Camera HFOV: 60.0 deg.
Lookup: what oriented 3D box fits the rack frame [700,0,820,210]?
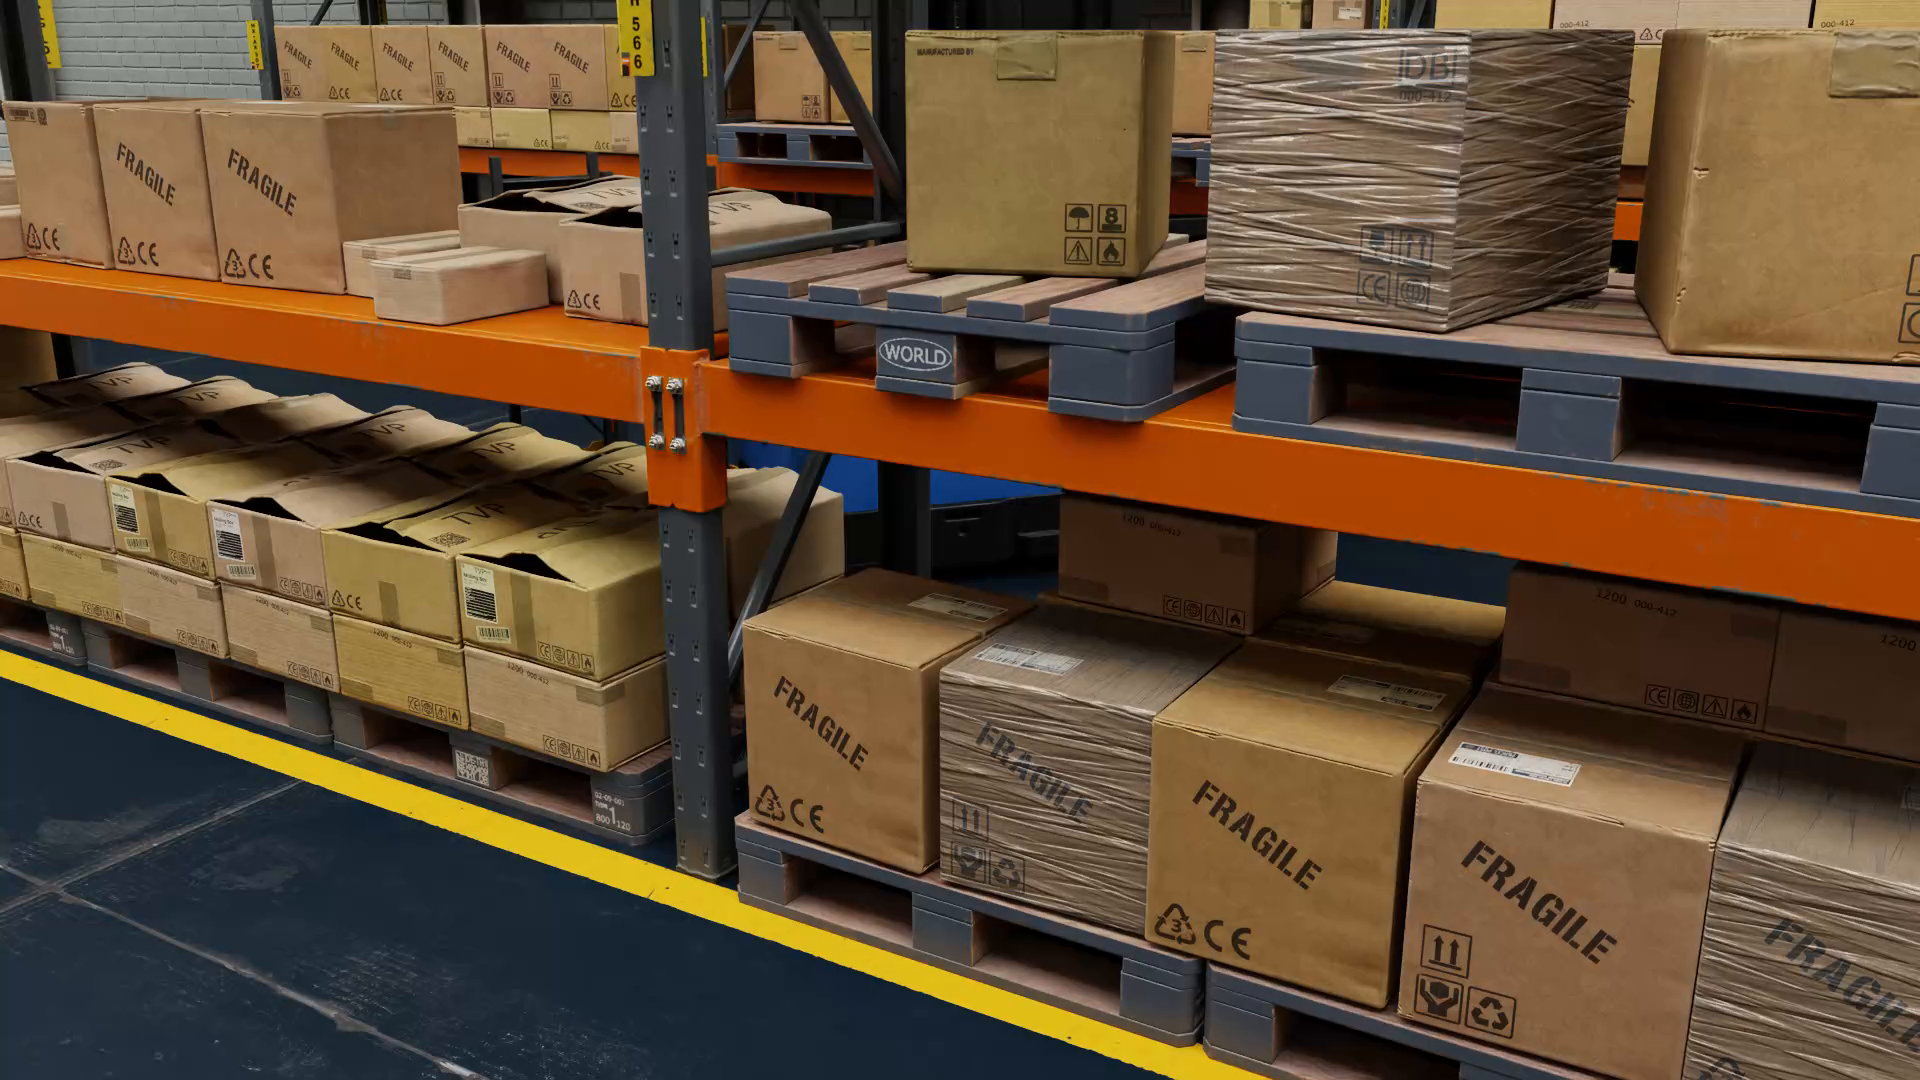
[{"bbox_3d":[-1.213,-2.557,10.139,0.127,3.000,1.000,10,20,30],"label":"rack frame"}]

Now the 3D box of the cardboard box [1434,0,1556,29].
[{"bbox_3d":[2.472,-2.370,7.514,0.500,0.250,0.500,11,20,31],"label":"cardboard box"}]

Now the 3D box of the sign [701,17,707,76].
[{"bbox_3d":[-1.490,-2.836,9.566,0.005,0.325,0.100,10,20,30],"label":"sign"}]

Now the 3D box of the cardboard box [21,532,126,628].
[{"bbox_3d":[-2.710,0.064,5.518,0.500,0.250,0.500,9,19,28],"label":"cardboard box"}]

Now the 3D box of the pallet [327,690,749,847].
[{"bbox_3d":[-1.075,0.478,4.944,1.213,0.211,1.003,10,20,30],"label":"pallet"}]

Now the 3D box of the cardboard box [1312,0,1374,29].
[{"bbox_3d":[1.886,-2.562,8.111,0.250,0.149,0.380,7,18,23],"label":"cardboard box"}]

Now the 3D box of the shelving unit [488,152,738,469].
[{"bbox_3d":[-1.494,-0.851,7.102,0.587,1.500,1.083,-13,21,-37],"label":"shelving unit"}]

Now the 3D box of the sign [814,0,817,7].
[{"bbox_3d":[-0.925,-3.249,10.425,0.005,0.325,0.100,10,20,30],"label":"sign"}]

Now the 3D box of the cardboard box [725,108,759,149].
[{"bbox_3d":[-1.501,-2.620,10.568,0.500,0.250,0.500,10,20,31],"label":"cardboard box"}]

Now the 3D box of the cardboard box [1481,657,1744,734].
[{"bbox_3d":[1.417,0.505,3.600,0.500,0.500,0.500,9,19,28],"label":"cardboard box"}]

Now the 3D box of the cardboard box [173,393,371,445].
[{"bbox_3d":[-2.436,-0.339,5.879,0.500,0.311,0.500,10,20,30],"label":"cardboard box"}]

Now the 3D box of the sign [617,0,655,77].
[{"bbox_3d":[-0.681,-1.137,3.472,0.005,0.325,0.100,10,20,30],"label":"sign"}]

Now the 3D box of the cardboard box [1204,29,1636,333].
[{"bbox_3d":[0.881,-0.716,3.182,0.500,0.500,0.700,15,22,40],"label":"cardboard box"}]

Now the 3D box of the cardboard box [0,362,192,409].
[{"bbox_3d":[-3.307,-0.493,6.386,0.500,0.311,0.500,10,20,30],"label":"cardboard box"}]

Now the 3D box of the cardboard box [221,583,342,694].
[{"bbox_3d":[-1.838,0.219,5.007,0.500,0.250,0.500,11,20,31],"label":"cardboard box"}]

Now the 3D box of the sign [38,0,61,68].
[{"bbox_3d":[-3.526,-1.982,6.388,0.005,0.325,0.100,10,20,30],"label":"sign"}]

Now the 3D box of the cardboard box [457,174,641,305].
[{"bbox_3d":[-1.054,-0.863,4.713,0.500,0.311,0.500,10,19,29],"label":"cardboard box"}]

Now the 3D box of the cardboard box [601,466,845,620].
[{"bbox_3d":[-0.686,-0.027,4.854,0.500,0.311,0.500,11,20,32],"label":"cardboard box"}]

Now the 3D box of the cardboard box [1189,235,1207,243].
[{"bbox_3d":[1.102,-1.521,8.980,0.500,0.250,0.500,11,20,31],"label":"cardboard box"}]

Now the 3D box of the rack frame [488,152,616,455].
[{"bbox_3d":[-1.819,-0.968,7.488,0.500,1.500,0.032,-13,21,-37],"label":"rack frame"}]

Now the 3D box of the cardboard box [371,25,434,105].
[{"bbox_3d":[-3.519,-3.157,11.048,0.500,0.500,0.500,9,19,28],"label":"cardboard box"}]

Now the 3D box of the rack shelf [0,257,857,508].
[{"bbox_3d":[-2.098,-0.681,5.201,4.000,0.370,1.077,10,20,30],"label":"rack shelf"}]

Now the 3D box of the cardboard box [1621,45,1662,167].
[{"bbox_3d":[2.917,-1.929,7.353,0.500,0.500,0.500,11,20,32],"label":"cardboard box"}]

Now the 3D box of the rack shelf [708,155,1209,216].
[{"bbox_3d":[0.491,-1.909,9.242,4.000,0.370,1.077,10,20,30],"label":"rack shelf"}]

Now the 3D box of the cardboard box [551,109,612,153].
[{"bbox_3d":[-2.195,-2.570,10.404,0.500,0.250,0.500,10,20,30],"label":"cardboard box"}]

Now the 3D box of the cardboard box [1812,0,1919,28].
[{"bbox_3d":[3.772,-2.142,6.762,0.500,0.250,0.500,10,19,29],"label":"cardboard box"}]

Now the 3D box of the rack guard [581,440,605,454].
[{"bbox_3d":[-1.807,-0.366,7.655,0.587,0.250,0.087,-13,21,-37],"label":"rack guard"}]

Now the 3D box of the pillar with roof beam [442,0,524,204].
[{"bbox_3d":[-5.825,-5.078,8.114,0.400,9.000,9.100,10,20,30],"label":"pillar with roof beam"}]

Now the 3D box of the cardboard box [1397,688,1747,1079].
[{"bbox_3d":[1.166,0.638,3.163,0.500,0.500,0.500,9,19,28],"label":"cardboard box"}]

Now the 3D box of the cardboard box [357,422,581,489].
[{"bbox_3d":[-1.572,-0.183,5.367,0.500,0.311,0.500,10,19,29],"label":"cardboard box"}]

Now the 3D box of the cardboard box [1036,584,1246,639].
[{"bbox_3d":[0.526,0.348,4.117,0.500,0.500,0.500,11,20,32],"label":"cardboard box"}]

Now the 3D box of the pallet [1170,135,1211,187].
[{"bbox_3d":[1.533,-1.939,8.433,1.003,0.211,1.213,10,20,30],"label":"pallet"}]

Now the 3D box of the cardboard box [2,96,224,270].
[{"bbox_3d":[-2.707,-1.177,5.422,0.500,0.500,0.500,12,21,34],"label":"cardboard box"}]

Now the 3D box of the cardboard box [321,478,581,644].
[{"bbox_3d":[-1.415,0.029,4.668,0.500,0.311,0.500,10,19,29],"label":"cardboard box"}]

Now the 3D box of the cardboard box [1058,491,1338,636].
[{"bbox_3d":[0.576,-0.003,3.983,0.500,0.250,0.500,11,20,32],"label":"cardboard box"}]

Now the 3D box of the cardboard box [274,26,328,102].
[{"bbox_3d":[-4.372,-3.315,11.567,0.500,0.500,0.500,10,20,30],"label":"cardboard box"}]

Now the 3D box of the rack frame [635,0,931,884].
[{"bbox_3d":[-0.394,-0.721,4.095,0.127,3.000,1.000,10,20,30],"label":"rack frame"}]

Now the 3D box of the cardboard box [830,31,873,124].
[{"bbox_3d":[-0.325,-2.643,9.492,0.500,0.500,0.700,13,21,36],"label":"cardboard box"}]

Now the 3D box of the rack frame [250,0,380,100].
[{"bbox_3d":[-4.621,-3.166,12.142,0.127,3.000,1.000,10,20,30],"label":"rack frame"}]

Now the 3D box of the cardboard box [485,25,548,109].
[{"bbox_3d":[-2.629,-3.003,10.539,0.500,0.500,0.500,9,19,28],"label":"cardboard box"}]

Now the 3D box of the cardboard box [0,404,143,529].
[{"bbox_3d":[-3.157,-0.281,5.690,0.500,0.311,0.500,10,19,29],"label":"cardboard box"}]

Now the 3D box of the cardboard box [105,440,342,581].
[{"bbox_3d":[-2.270,-0.125,5.176,0.500,0.311,0.500,11,20,32],"label":"cardboard box"}]

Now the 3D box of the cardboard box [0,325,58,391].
[{"bbox_3d":[-4.033,-0.722,6.815,0.500,0.500,0.500,10,20,30],"label":"cardboard box"}]

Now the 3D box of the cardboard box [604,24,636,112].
[{"bbox_3d":[-1.778,-2.849,10.033,0.500,0.500,0.500,10,20,30],"label":"cardboard box"}]

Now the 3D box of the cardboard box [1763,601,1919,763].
[{"bbox_3d":[1.878,0.228,3.224,0.500,0.250,0.500,10,20,30],"label":"cardboard box"}]

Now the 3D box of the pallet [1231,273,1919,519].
[{"bbox_3d":[1.266,-0.335,3.153,1.213,0.211,1.003,10,20,30],"label":"pallet"}]

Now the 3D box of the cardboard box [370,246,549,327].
[{"bbox_3d":[-1.305,-0.669,4.356,0.250,0.149,0.380,10,20,30],"label":"cardboard box"}]

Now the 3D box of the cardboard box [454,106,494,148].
[{"bbox_3d":[-3.061,-2.719,10.894,0.500,0.250,0.500,10,20,31],"label":"cardboard box"}]

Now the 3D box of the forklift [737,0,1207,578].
[{"bbox_3d":[0.644,-1.474,6.691,3.031,2.935,1.130,-6,18,-19],"label":"forklift"}]

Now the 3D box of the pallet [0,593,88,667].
[{"bbox_3d":[-3.154,0.107,6.166,1.213,0.211,1.003,10,20,30],"label":"pallet"}]

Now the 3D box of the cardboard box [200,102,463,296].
[{"bbox_3d":[-1.832,-1.020,4.907,0.500,0.500,0.500,9,19,27],"label":"cardboard box"}]

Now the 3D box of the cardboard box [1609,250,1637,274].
[{"bbox_3d":[2.754,-0.977,7.912,0.750,0.750,0.750,10,19,29],"label":"cardboard box"}]

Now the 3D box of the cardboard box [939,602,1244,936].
[{"bbox_3d":[0.294,0.483,3.676,0.500,0.500,0.500,9,19,28],"label":"cardboard box"}]

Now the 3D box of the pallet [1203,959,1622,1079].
[{"bbox_3d":[1.258,0.922,3.484,1.213,0.211,1.003,10,20,30],"label":"pallet"}]

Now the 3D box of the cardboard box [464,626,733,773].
[{"bbox_3d":[-0.970,0.374,4.498,0.500,0.250,0.500,11,20,31],"label":"cardboard box"}]
